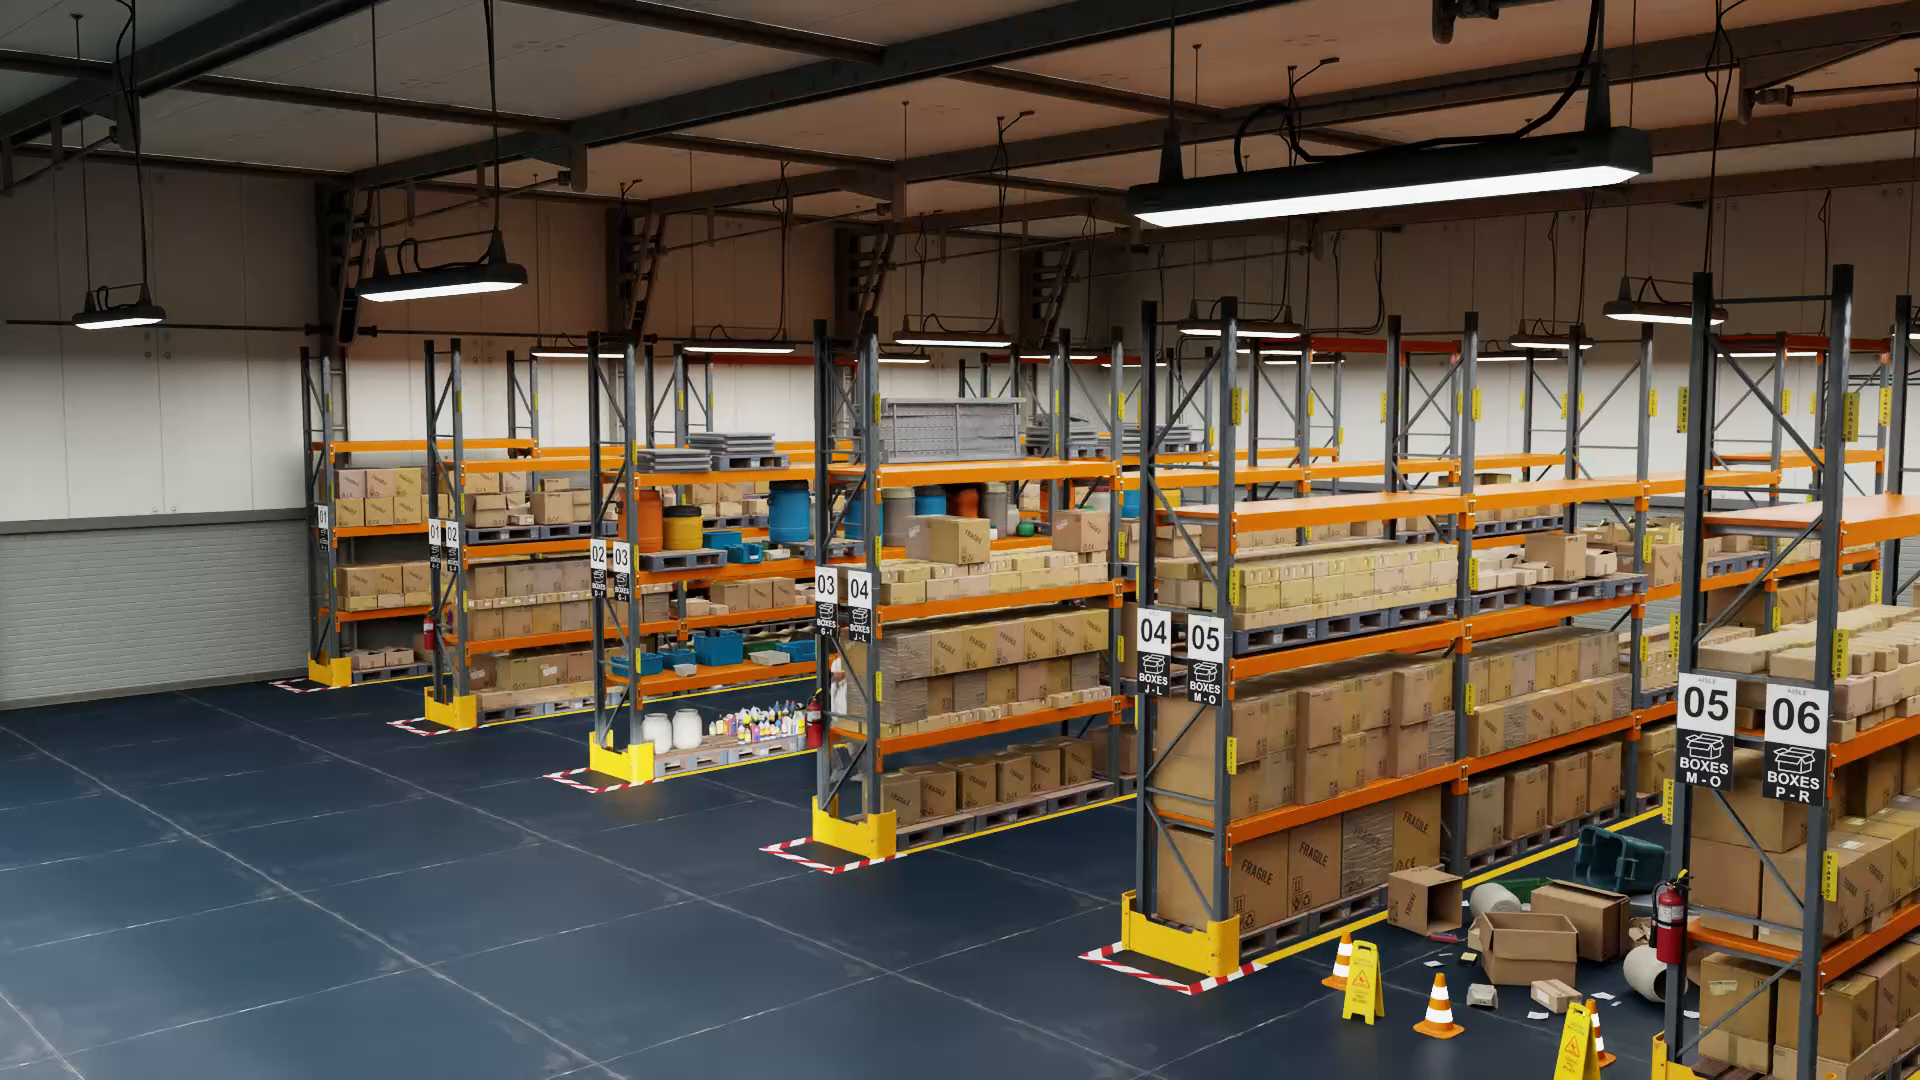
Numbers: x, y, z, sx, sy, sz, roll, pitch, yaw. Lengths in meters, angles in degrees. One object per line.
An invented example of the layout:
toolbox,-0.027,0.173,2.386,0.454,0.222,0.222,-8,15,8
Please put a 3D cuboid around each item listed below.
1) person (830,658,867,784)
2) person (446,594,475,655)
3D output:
person,-1.466,2.387,21.937,0.643,1.719,0.760,5,7,44
person,-8.794,1.724,29.636,0.663,1.696,0.797,-1,5,-8
